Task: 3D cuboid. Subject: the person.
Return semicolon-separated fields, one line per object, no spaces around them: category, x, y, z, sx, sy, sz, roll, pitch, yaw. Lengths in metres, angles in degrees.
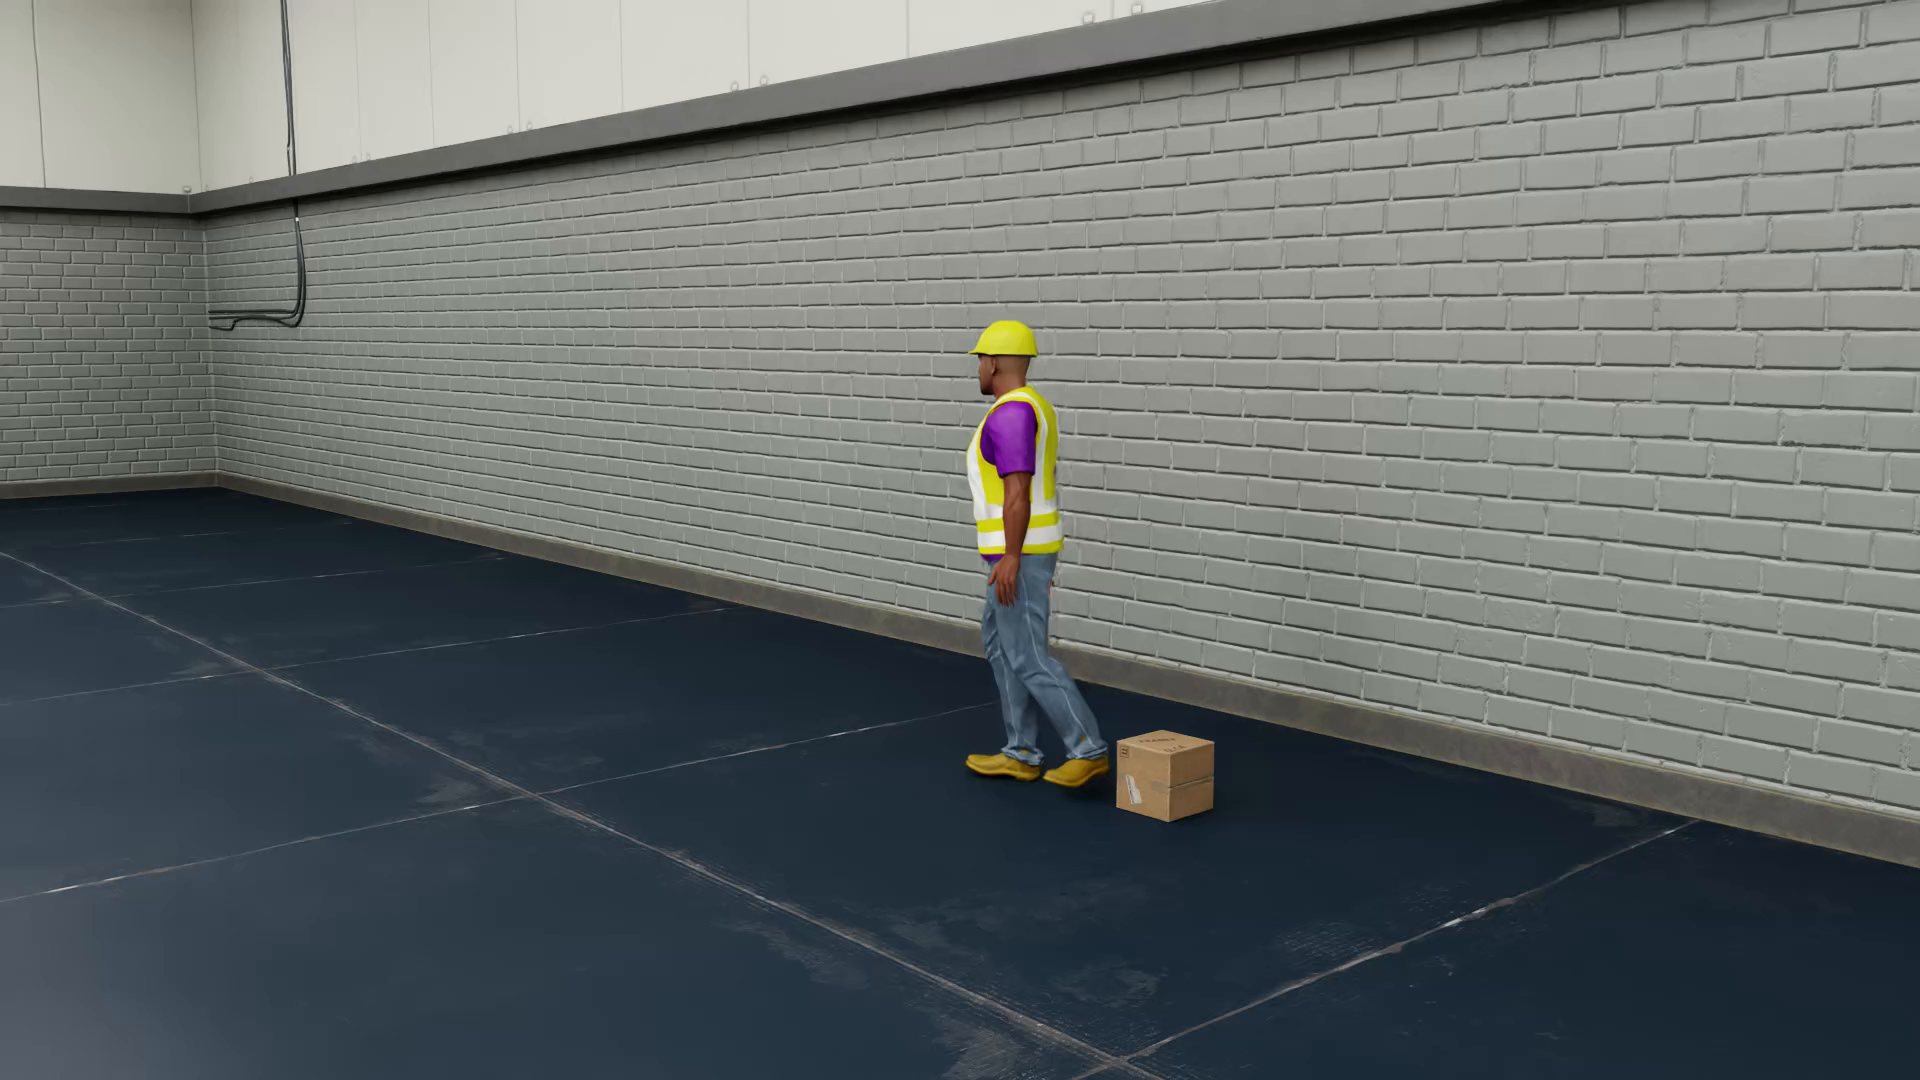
person;0.294;0.055;6.294;0.580;1.755;0.607;1;7;9
